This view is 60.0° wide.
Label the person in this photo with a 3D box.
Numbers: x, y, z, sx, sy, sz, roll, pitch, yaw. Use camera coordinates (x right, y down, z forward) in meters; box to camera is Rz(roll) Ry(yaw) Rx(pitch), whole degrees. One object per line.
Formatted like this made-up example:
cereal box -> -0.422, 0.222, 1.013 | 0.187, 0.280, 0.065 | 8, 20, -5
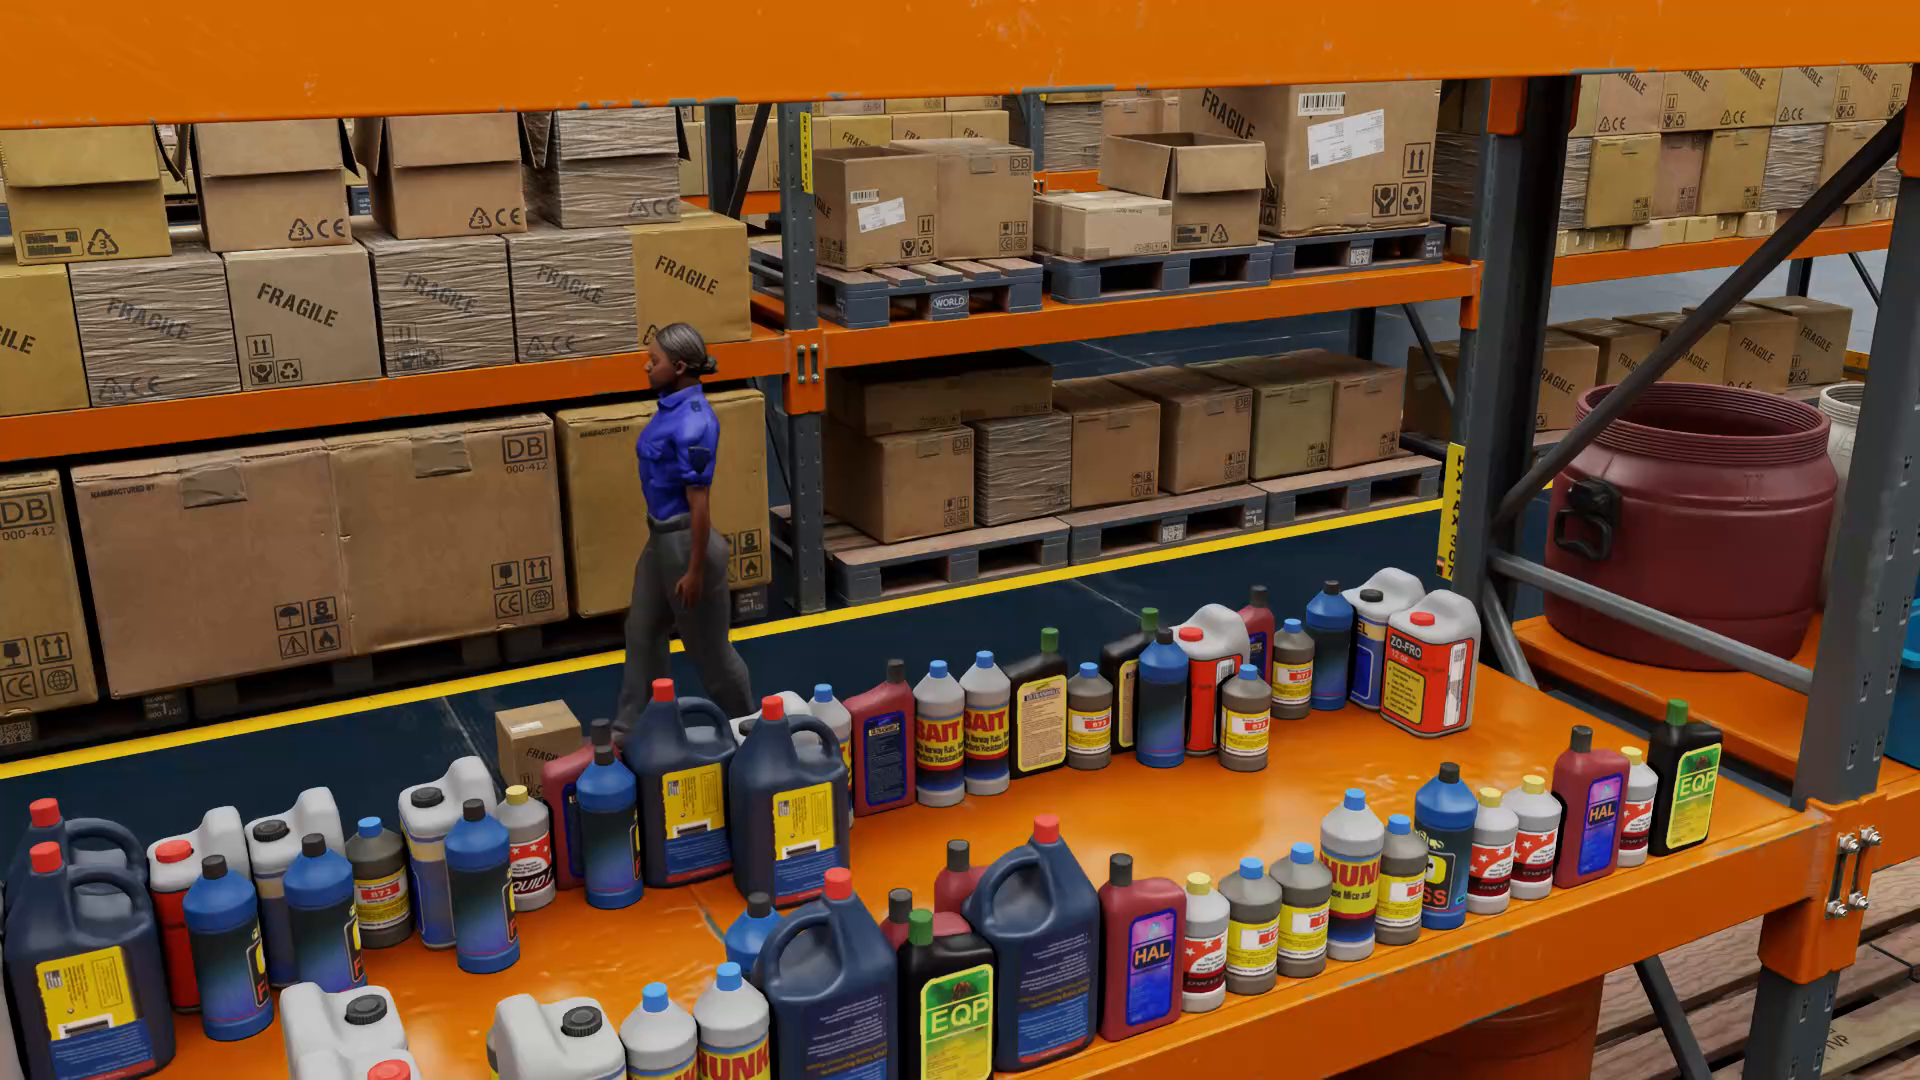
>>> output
person -> -1.078, 0.050, 5.909 | 0.697, 1.643, 0.458 | -6, 20, -18
